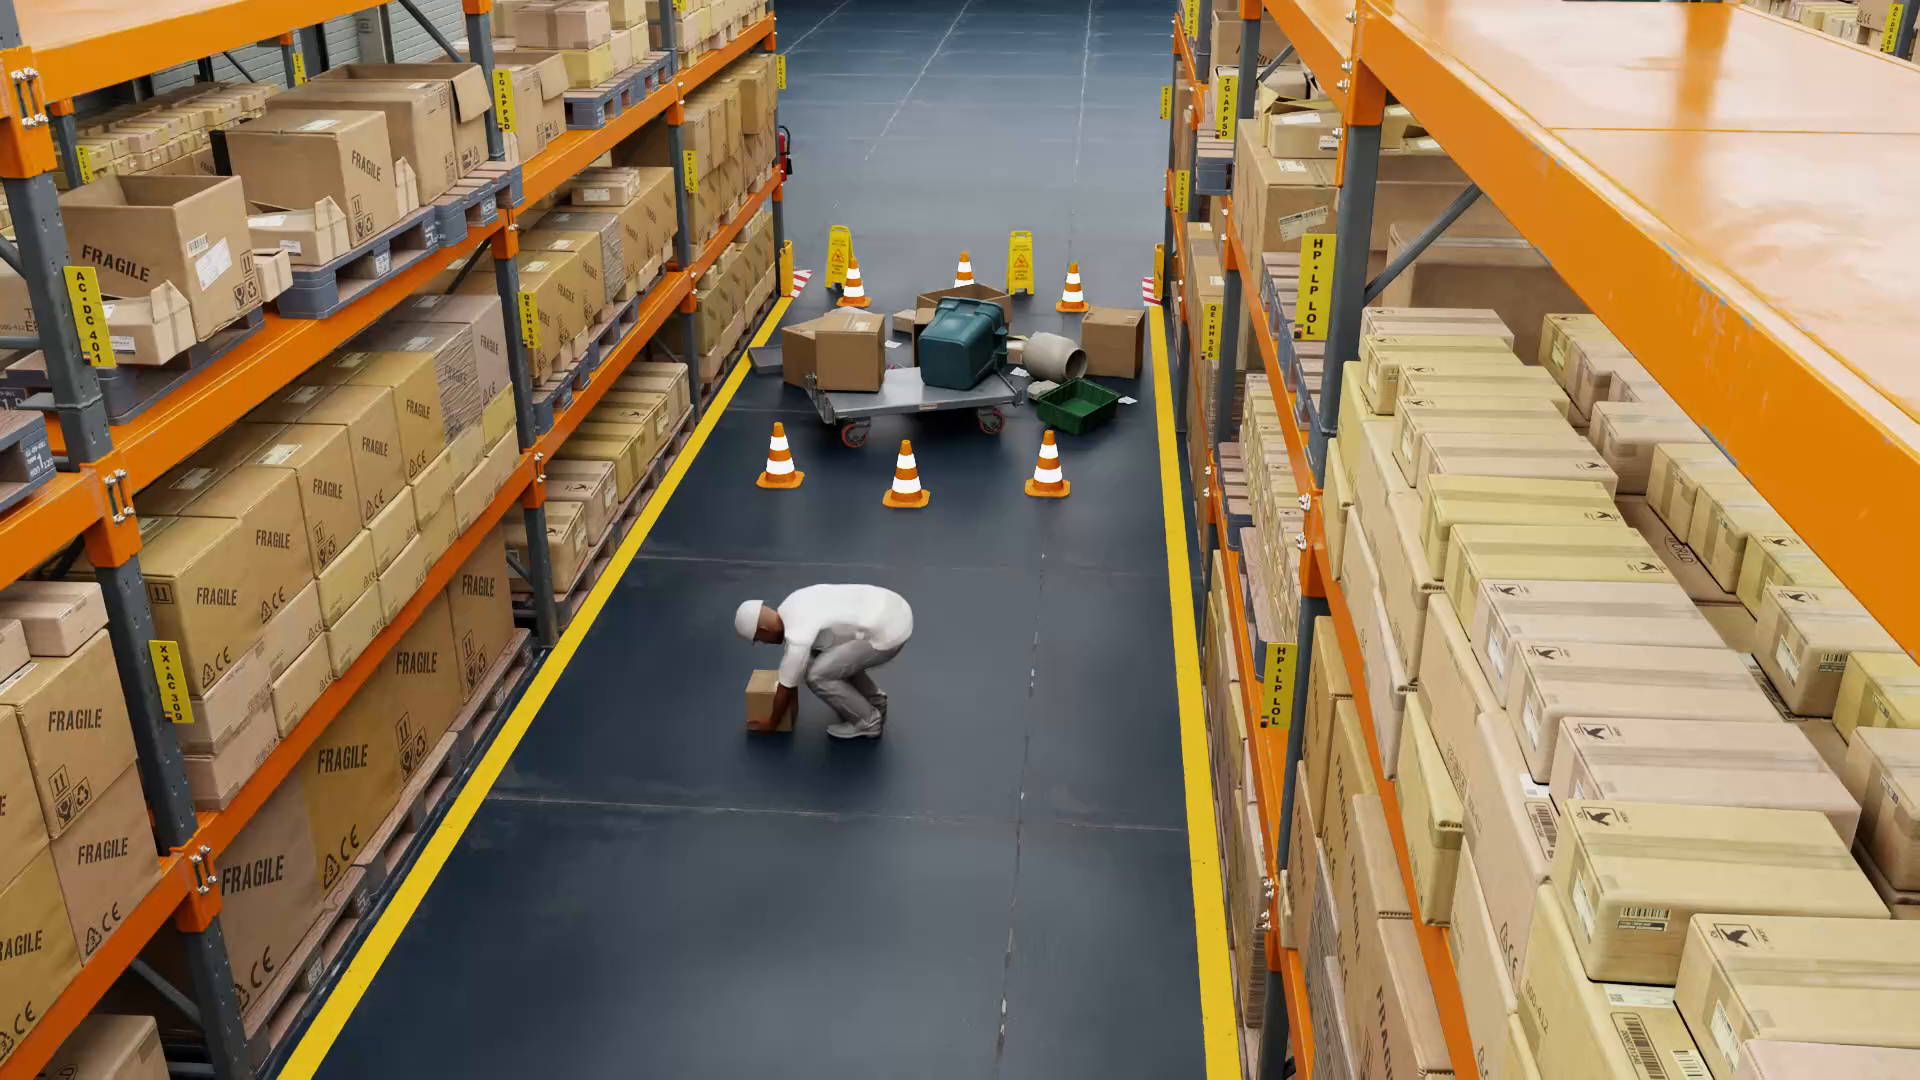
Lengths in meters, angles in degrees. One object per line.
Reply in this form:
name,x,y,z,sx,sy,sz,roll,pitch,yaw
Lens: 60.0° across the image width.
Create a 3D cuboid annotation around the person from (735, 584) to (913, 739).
person,-0.750,0.667,9.258,0.980,0.850,0.518,1,24,2
